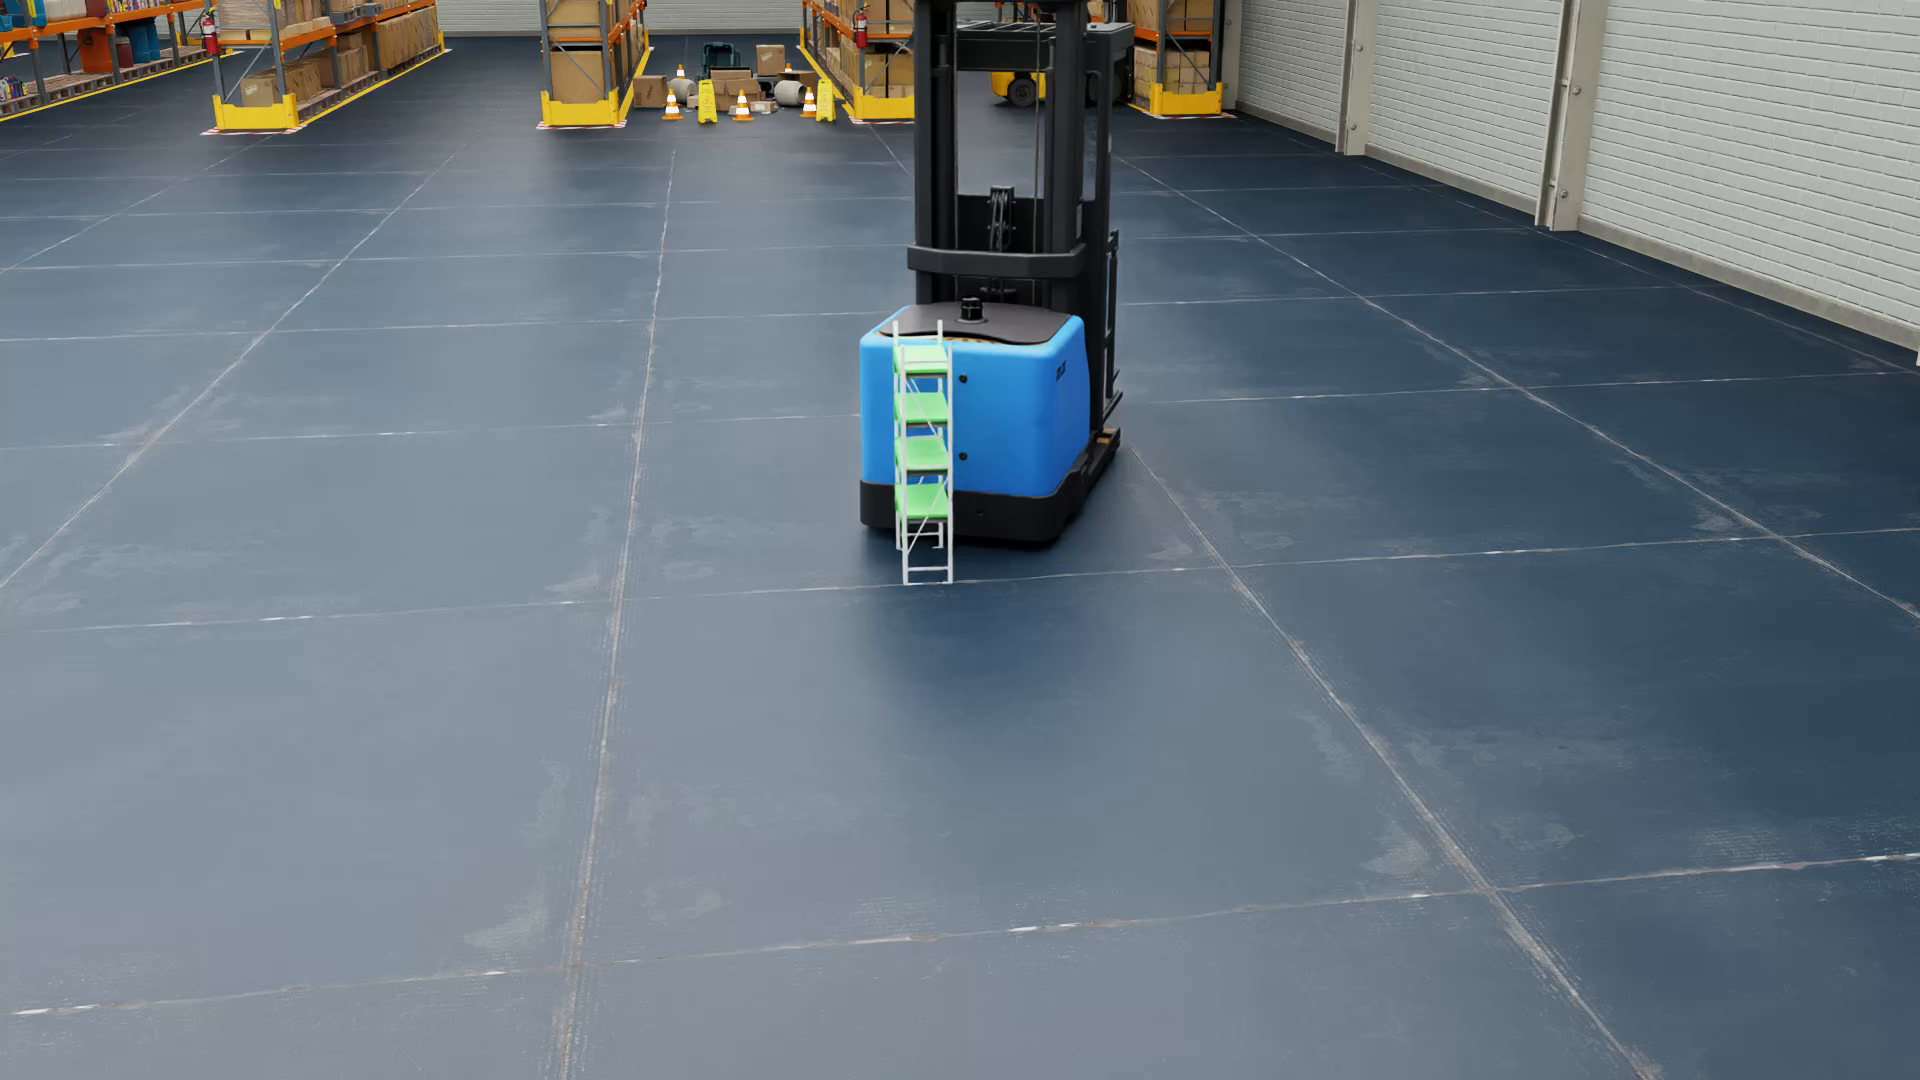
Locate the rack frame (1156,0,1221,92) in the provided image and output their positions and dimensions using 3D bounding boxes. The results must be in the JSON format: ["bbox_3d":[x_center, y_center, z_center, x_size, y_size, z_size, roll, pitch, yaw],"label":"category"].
[{"bbox_3d":[3.777,-8.574,27.385,1.000,3.000,0.127,-3,21,-8],"label":"rack frame"}]

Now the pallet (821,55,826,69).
[{"bbox_3d":[-2.499,-10.484,36.484,1.003,0.211,1.213,-3,21,-8],"label":"pallet"}]

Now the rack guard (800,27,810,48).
[{"bbox_3d":[-3.444,-12.699,42.003,1.175,0.500,0.348,-3,21,-8],"label":"rack guard"}]

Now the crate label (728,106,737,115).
[{"bbox_3d":[-3.697,-7.160,27.692,0.250,0.136,0.298,-15,25,-35],"label":"crate label"}]

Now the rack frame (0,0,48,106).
[{"bbox_3d":[-16.419,-8.957,28.412,1.000,3.000,0.127,-3,21,-8],"label":"rack frame"}]

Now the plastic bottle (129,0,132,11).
[{"bbox_3d":[-16.894,-10.890,33.769,0.097,0.271,0.097,0,20,0],"label":"plastic bottle"}]

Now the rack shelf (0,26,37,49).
[{"bbox_3d":[-16.131,-7.928,26.684,1.077,0.370,4.000,-3,21,-8],"label":"rack shelf"}]

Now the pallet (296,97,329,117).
[{"bbox_3d":[-11.207,-7.247,27.817,1.003,0.211,1.213,-3,21,-8],"label":"pallet"}]

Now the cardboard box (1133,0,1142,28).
[{"bbox_3d":[3.306,-9.135,28.745,0.500,0.500,0.500,-3,21,-9],"label":"cardboard box"}]

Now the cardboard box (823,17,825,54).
[{"bbox_3d":[-2.558,-11.155,36.733,0.875,0.875,0.875,-2,21,-6],"label":"cardboard box"}]

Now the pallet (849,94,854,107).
[{"bbox_3d":[-1.400,-7.747,29.156,1.003,0.211,1.213,-3,21,-8],"label":"pallet"}]

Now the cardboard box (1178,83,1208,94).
[{"bbox_3d":[3.900,-7.662,28.274,0.500,0.250,0.500,-3,21,-8],"label":"cardboard box"}]

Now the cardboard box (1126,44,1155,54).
[{"bbox_3d":[3.174,-8.621,29.412,0.500,0.250,0.500,-3,21,-9],"label":"cardboard box"}]

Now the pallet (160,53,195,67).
[{"bbox_3d":[-17.716,-10.674,36.992,1.003,0.211,1.213,-3,21,-8],"label":"pallet"}]

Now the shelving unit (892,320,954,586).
[{"bbox_3d":[-0.182,-0.429,8.150,0.258,1.200,0.503,-2,21,-6],"label":"shelving unit"}]

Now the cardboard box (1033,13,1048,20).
[{"bbox_3d":[1.895,-12.063,38.347,0.380,0.149,0.250,-3,21,-9],"label":"cardboard box"}]

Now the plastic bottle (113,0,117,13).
[{"bbox_3d":[-16.740,-10.570,32.896,0.061,0.283,0.133,-3,21,-8],"label":"plastic bottle"}]

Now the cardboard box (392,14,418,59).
[{"bbox_3d":[-12.559,-10.958,36.205,1.225,0.875,0.875,-3,21,-8],"label":"cardboard box"}]

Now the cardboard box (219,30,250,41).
[{"bbox_3d":[-11.186,-7.793,25.653,0.380,0.149,0.250,-3,21,-8],"label":"cardboard box"}]

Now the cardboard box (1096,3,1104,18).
[{"bbox_3d":[2.869,-10.050,31.551,0.500,0.250,0.500,-2,21,-7],"label":"cardboard box"}]

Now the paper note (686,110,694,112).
[{"bbox_3d":[-4.558,-7.260,28.113,0.144,0.017,0.142,4,21,11],"label":"paper note"}]

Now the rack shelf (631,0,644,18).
[{"bbox_3d":[-8.036,-12.548,39.053,1.077,0.370,4.000,-3,21,-8],"label":"rack shelf"}]

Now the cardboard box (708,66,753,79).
[{"bbox_3d":[-4.036,-8.020,29.276,0.797,0.637,0.503,-3,21,-8],"label":"cardboard box"}]

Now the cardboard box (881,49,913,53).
[{"bbox_3d":[-1.061,-8.064,28.279,0.500,0.500,0.500,-4,21,-10],"label":"cardboard box"}]

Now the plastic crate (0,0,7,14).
[{"bbox_3d":[-16.791,-9.140,28.808,0.402,0.464,0.583,-3,21,-8],"label":"plastic crate"}]

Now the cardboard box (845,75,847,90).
[{"bbox_3d":[-1.805,-8.214,29.750,0.500,0.250,0.500,-2,21,-5],"label":"cardboard box"}]

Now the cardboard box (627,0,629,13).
[{"bbox_3d":[-6.841,-10.712,32.966,0.500,0.500,0.500,-3,21,-8],"label":"cardboard box"}]

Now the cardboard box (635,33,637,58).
[{"bbox_3d":[-7.319,-10.797,36.309,0.500,0.500,0.500,-3,21,-9],"label":"cardboard box"}]

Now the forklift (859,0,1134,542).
[{"bbox_3d":[0.349,-1.846,9.471,1.130,2.935,3.031,5,21,14],"label":"forklift"}]

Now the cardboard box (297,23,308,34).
[{"bbox_3d":[-10.866,-8.340,27.117,0.380,0.149,0.250,-3,21,-8],"label":"cardboard box"}]

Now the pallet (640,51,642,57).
[{"bbox_3d":[-8.059,-11.540,39.312,1.003,0.211,1.213,-3,21,-8],"label":"pallet"}]

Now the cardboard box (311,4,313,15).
[{"bbox_3d":[-11.477,-9.060,28.117,0.875,0.500,0.500,-3,21,-8],"label":"cardboard box"}]

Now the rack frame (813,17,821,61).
[{"bbox_3d":[-2.864,-12.477,37.835,1.000,3.000,0.127,-3,21,-8],"label":"rack frame"}]

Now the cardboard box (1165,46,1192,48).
[{"bbox_3d":[3.758,-8.473,29.016,0.500,0.250,0.500,-3,21,-8],"label":"cardboard box"}]

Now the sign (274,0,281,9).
[{"bbox_3d":[-10.404,-8.255,25.295,0.100,0.325,0.005,-3,21,-8],"label":"sign"}]

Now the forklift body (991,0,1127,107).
[{"bbox_3d":[1.698,-8.741,29.045,2.313,2.155,1.214,-3,21,-8],"label":"forklift body"}]

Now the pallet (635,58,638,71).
[{"bbox_3d":[-7.455,-10.193,35.706,1.003,0.211,1.213,-3,21,-8],"label":"pallet"}]

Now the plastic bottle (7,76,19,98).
[{"bbox_3d":[-16.013,-7.648,28.062,0.144,0.351,0.185,-4,21,-10],"label":"plastic bottle"}]

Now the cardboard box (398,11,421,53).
[{"bbox_3d":[-12.687,-11.411,37.418,0.875,0.875,0.875,-3,21,-8],"label":"cardboard box"}]

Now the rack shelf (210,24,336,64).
[{"bbox_3d":[-11.229,-8.178,27.353,1.077,0.370,4.000,-3,21,-8],"label":"rack shelf"}]

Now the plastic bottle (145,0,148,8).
[{"bbox_3d":[-17.070,-11.248,34.722,0.152,0.276,0.135,-3,21,-8],"label":"plastic bottle"}]

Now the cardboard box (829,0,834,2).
[{"bbox_3d":[-2.404,-10.756,32.987,0.380,0.149,0.250,-3,21,-7],"label":"cardboard box"}]

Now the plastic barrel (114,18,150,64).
[{"bbox_3d":[-17.408,-10.507,34.959,0.600,0.901,0.708,-3,21,-8],"label":"plastic barrel"}]

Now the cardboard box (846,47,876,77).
[{"bbox_3d":[-1.731,-8.385,29.136,0.500,0.500,0.500,-2,21,-5],"label":"cardboard box"}]

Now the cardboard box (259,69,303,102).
[{"bbox_3d":[-11.206,-7.488,27.450,0.500,0.500,0.500,-1,21,-3],"label":"cardboard box"}]

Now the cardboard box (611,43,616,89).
[{"bbox_3d":[-6.573,-8.403,29.363,0.875,0.875,0.875,-3,21,-7],"label":"cardboard box"}]

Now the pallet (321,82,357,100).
[{"bbox_3d":[-11.631,-8.170,30.290,1.003,0.211,1.213,-3,21,-8],"label":"pallet"}]

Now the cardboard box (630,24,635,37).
[{"bbox_3d":[-7.163,-10.783,35.200,0.500,0.250,0.500,-3,21,-7],"label":"cardboard box"}]

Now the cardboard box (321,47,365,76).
[{"bbox_3d":[-11.885,-9.205,32.018,0.700,0.500,0.500,-5,21,-12],"label":"cardboard box"}]
